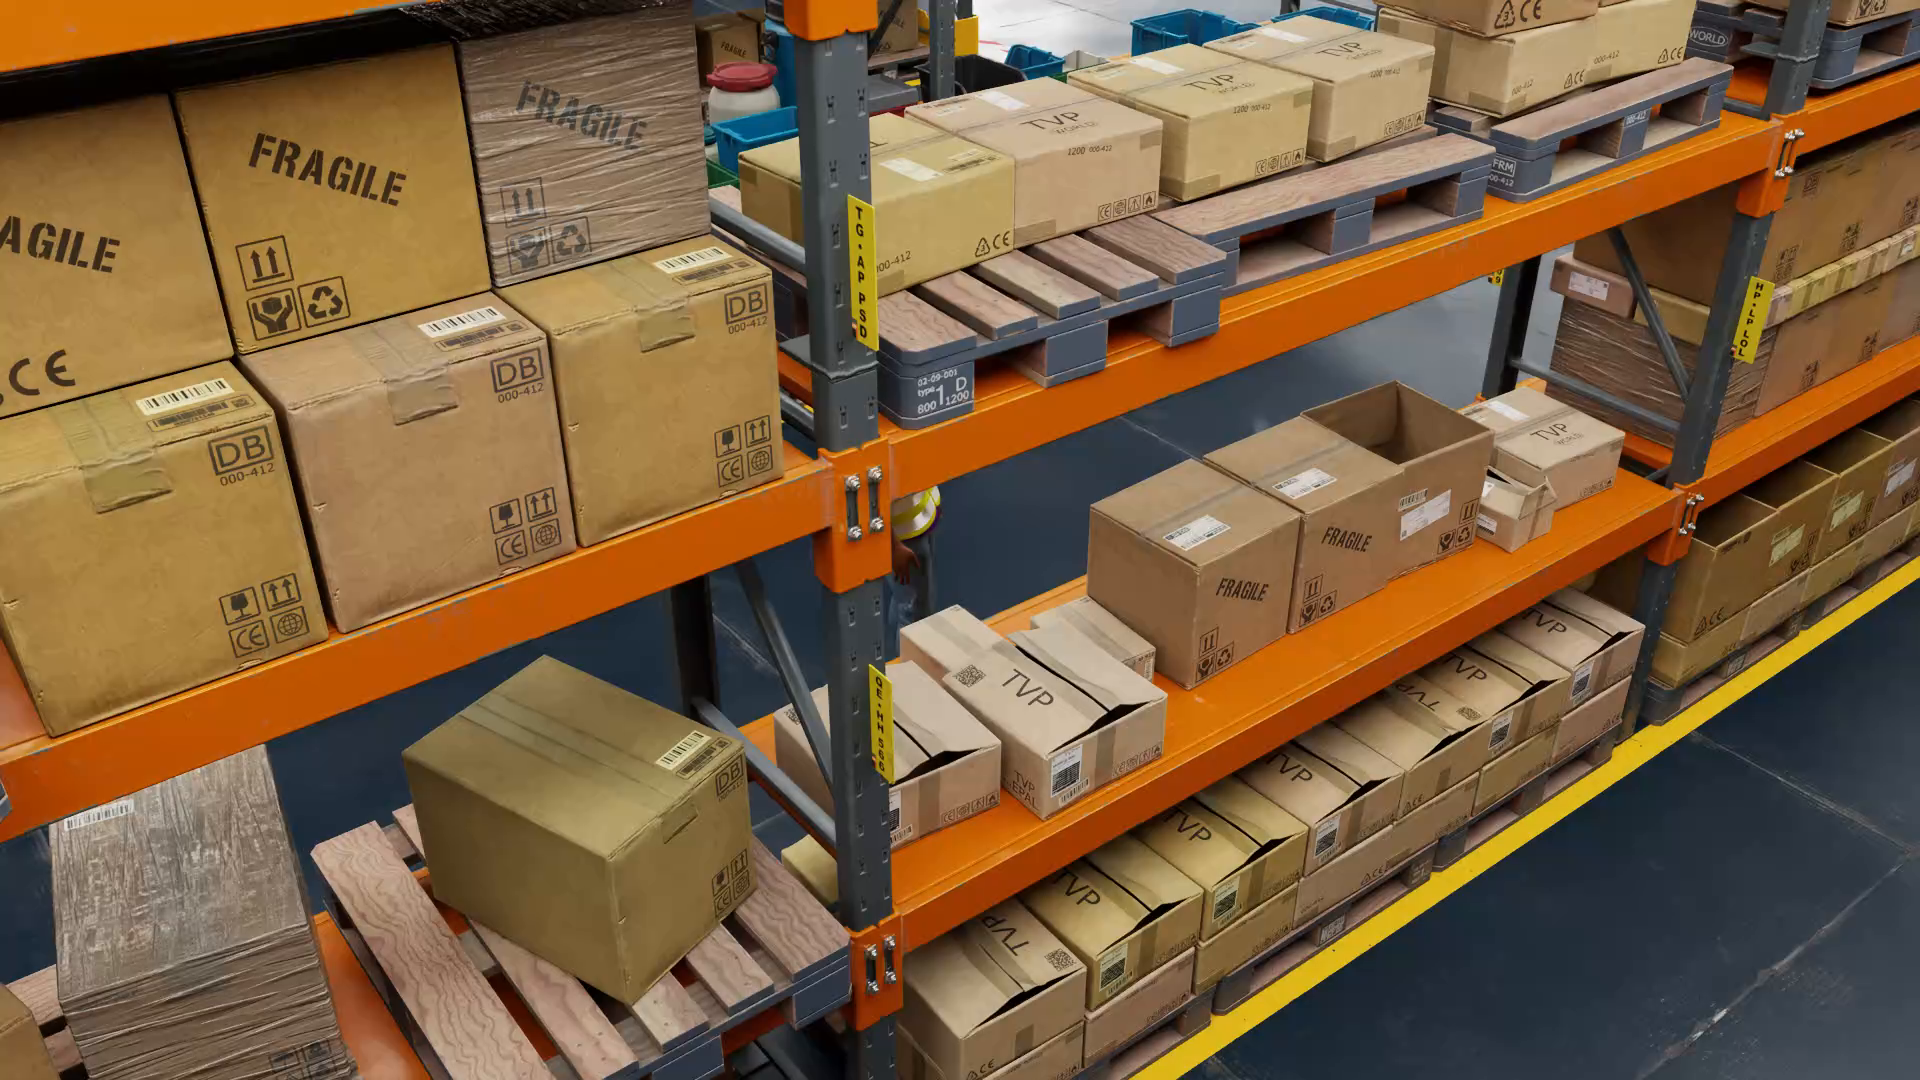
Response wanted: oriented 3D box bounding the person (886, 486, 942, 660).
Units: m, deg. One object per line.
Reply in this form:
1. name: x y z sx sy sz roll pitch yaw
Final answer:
1. person: -0.168 -0.076 7.218 0.577 1.765 0.666 5 32 9
